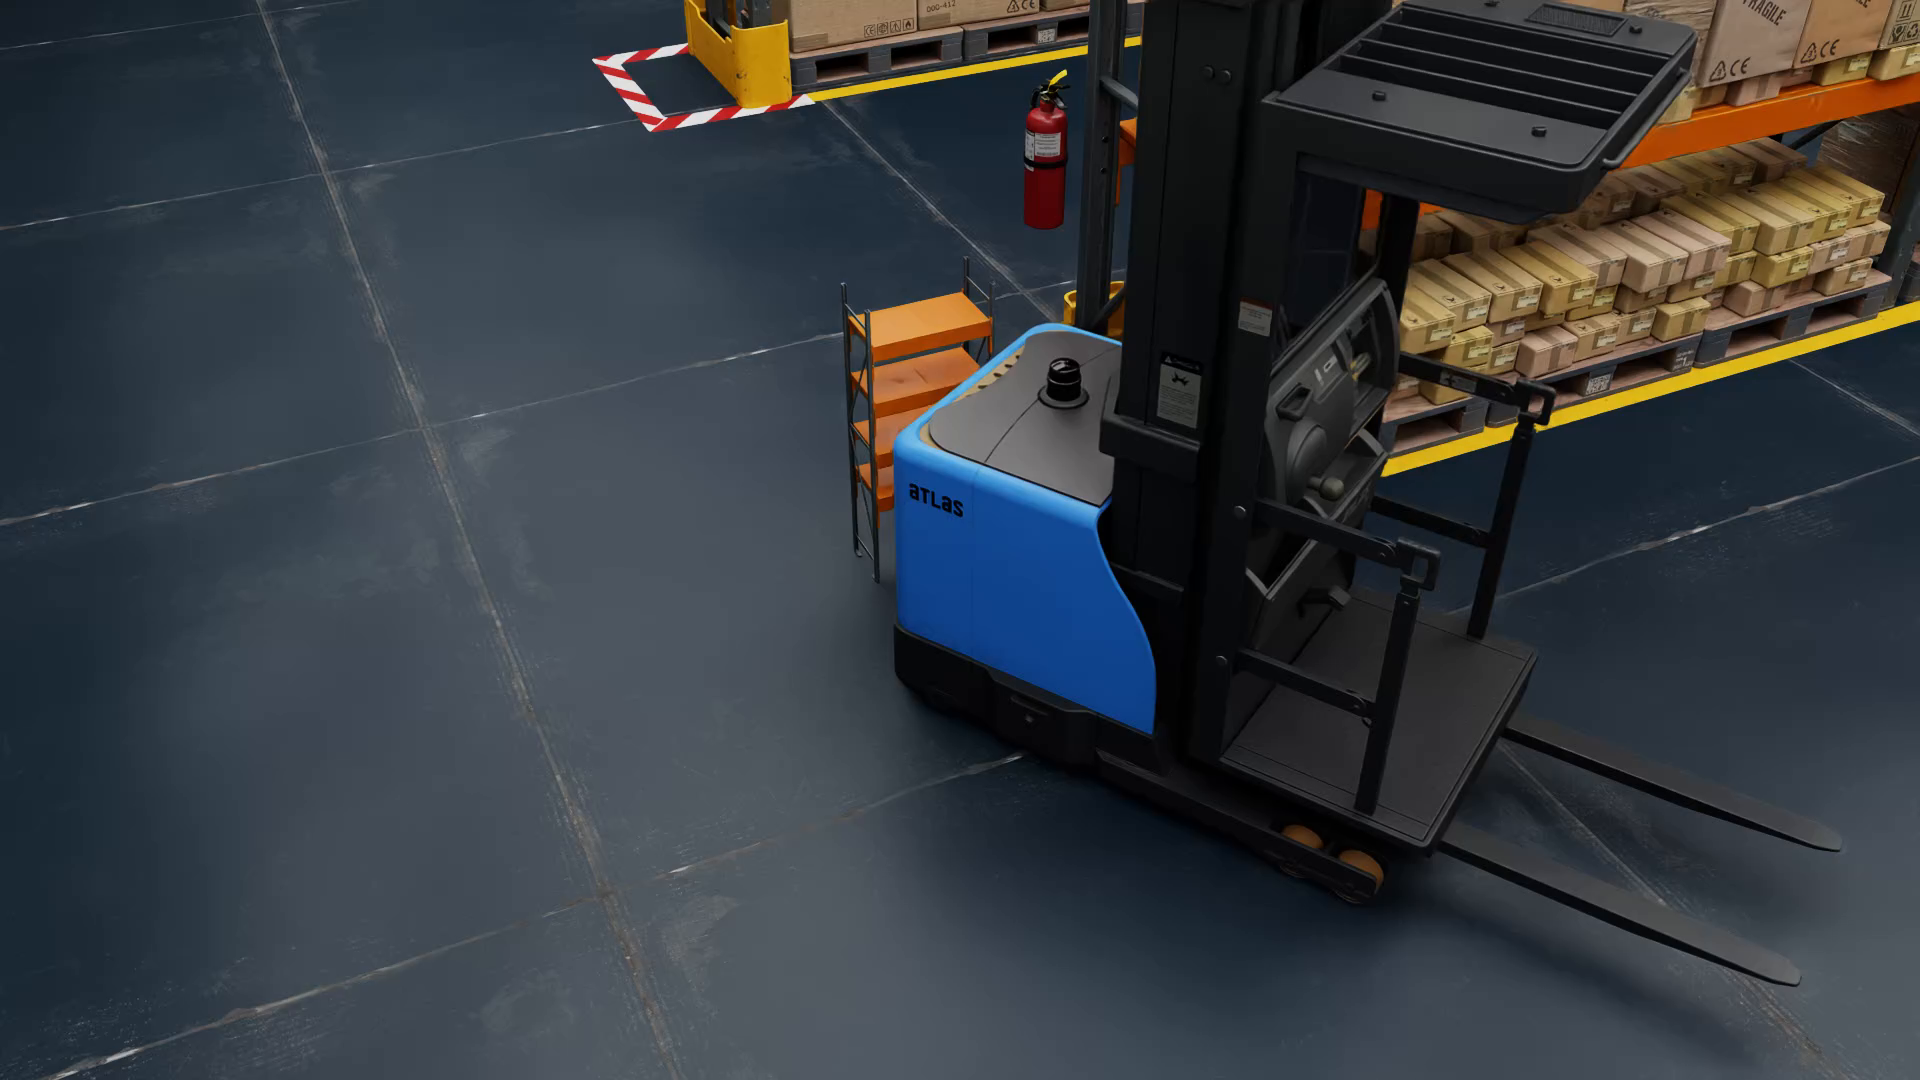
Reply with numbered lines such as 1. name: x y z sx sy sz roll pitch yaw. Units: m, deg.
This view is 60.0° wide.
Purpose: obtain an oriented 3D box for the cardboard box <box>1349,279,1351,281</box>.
1. cardboard box: 1.601 -1.166 7.595 0.250 0.149 0.380 -17 40 -22

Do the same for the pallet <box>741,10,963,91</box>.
1. pallet: -0.729 -3.371 11.118 1.213 0.211 1.003 -16 39 -20

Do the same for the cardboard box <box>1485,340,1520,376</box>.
1. cardboard box: 2.278 -0.885 7.466 0.250 0.149 0.380 -16 39 -20

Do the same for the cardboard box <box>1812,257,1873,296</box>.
1. cardboard box: 4.186 -1.356 8.101 0.250 0.149 0.380 -15 39 -19

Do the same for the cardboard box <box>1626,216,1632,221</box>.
1. cardboard box: 3.290 -1.579 8.152 0.250 0.149 0.380 -18 40 -22

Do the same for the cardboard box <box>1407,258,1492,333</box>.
1. cardboard box: 2.064 -1.052 7.191 0.250 0.149 0.380 -18 40 -22

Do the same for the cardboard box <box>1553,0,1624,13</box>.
1. cardboard box: 2.221 -1.994 6.586 0.500 0.500 0.500 -15 39 -19

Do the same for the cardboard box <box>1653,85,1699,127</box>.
1. cardboard box: 2.852 -1.881 6.980 0.250 0.149 0.380 -15 39 -19

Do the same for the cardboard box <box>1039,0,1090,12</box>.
1. cardboard box: 0.777 -4.071 11.519 0.875 0.438 0.875 -17 40 -21

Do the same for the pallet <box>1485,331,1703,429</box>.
1. pallet: 2.697 -0.995 7.915 1.213 0.211 1.003 -16 39 -20

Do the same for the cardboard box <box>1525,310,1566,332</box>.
1. cardboard box: 2.520 -1.105 7.512 0.250 0.149 0.380 -14 39 -18

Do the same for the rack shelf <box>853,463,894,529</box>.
1. rack shelf: -0.150 -0.227 6.494 0.480 0.148 0.258 -16 39 -20

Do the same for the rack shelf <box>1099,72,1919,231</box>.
1. rack shelf: 2.586 -1.820 7.290 4.000 0.370 1.077 -16 39 -20

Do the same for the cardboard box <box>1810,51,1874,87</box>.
1. cardboard box: 3.783 -2.157 7.351 0.250 0.149 0.380 -14 39 -18

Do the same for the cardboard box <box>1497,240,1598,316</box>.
1. cardboard box: 2.577 -1.159 7.335 0.250 0.149 0.380 -15 39 -19

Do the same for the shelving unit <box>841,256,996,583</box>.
1. shelving unit: -0.150 -0.440 6.336 0.503 1.200 0.258 -16 39 -20

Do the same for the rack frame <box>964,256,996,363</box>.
1. rack frame: 0.071 -0.502 6.419 0.015 1.200 0.240 -16 39 -20

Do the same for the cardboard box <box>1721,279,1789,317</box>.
1. cardboard box: 3.703 -1.234 7.936 0.250 0.149 0.380 -17 40 -21

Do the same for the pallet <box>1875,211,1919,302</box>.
1. pallet: 5.100 -1.693 8.856 1.213 0.211 1.003 -16 39 -20

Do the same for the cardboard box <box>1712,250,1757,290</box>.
1. cardboard box: 3.503 -1.344 7.835 0.250 0.149 0.380 -15 39 -20

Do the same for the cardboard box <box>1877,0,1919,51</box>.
1. cardboard box: 4.078 -2.500 7.269 0.500 0.500 0.500 -16 39 -20

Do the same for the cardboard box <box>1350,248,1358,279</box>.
1. cardboard box: 1.579 -1.303 7.530 0.250 0.149 0.380 -16 40 -21

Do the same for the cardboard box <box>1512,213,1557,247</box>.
1. cardboard box: 2.571 -1.521 7.824 0.250 0.149 0.380 -15 39 -20

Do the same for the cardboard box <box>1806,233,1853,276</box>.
1. cardboard box: 4.006 -1.432 7.954 0.250 0.149 0.380 -18 40 -22

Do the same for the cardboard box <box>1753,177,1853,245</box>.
1. cardboard box: 3.970 -1.562 7.879 0.250 0.149 0.380 -15 39 -19

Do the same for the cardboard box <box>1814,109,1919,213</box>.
1. cardboard box: 4.959 -2.103 8.814 0.500 0.500 0.500 -16 40 -21

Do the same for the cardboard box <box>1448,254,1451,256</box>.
1. cardboard box: 2.305 -1.359 7.855 0.250 0.149 0.380 -14 39 -18

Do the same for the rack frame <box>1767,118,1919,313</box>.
1. rack frame: 4.396 -2.615 7.758 0.127 3.000 1.000 -16 39 -20

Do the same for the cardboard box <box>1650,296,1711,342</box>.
1. cardboard box: 3.249 -1.094 7.748 0.250 0.149 0.380 -16 39 -20

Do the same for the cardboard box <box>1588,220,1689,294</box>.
1. cardboard box: 3.035 -1.278 7.496 0.250 0.149 0.380 -17 40 -22

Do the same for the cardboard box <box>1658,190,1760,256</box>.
1. cardboard box: 3.480 -1.471 7.757 0.250 0.149 0.380 -14 39 -18

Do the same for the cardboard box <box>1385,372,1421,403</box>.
1. cardboard box: 1.809 -0.764 7.302 0.250 0.149 0.380 -15 39 -19

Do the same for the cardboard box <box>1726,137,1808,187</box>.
1. cardboard box: 3.996 -1.903 8.338 0.250 0.149 0.380 -14 39 -18

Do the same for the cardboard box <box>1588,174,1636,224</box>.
1. cardboard box: 3.022 -1.676 8.032 0.250 0.149 0.380 -15 39 -19

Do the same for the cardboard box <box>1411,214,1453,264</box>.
1. cardboard box: 2.060 -1.432 7.704 0.250 0.149 0.380 -14 39 -18

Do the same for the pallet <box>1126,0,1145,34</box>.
1. pallet: 1.480 -3.989 11.951 1.213 0.211 1.003 -16 39 -20

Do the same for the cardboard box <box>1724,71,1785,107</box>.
1. cardboard box: 3.306 -2.020 7.166 0.250 0.149 0.380 -17 40 -22

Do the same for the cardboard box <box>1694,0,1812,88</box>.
1. cardboard box: 3.157 -2.244 6.924 0.500 0.500 0.500 -16 39 -20

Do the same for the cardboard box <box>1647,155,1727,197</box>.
1. cardboard box: 3.514 -1.774 8.165 0.250 0.149 0.380 -16 40 -21

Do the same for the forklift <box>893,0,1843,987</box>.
1. forklift: 1.277 -0.403 4.832 3.031 2.935 1.130 21 42 26

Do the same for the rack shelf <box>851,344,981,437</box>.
1. rack shelf: -0.150 -0.566 6.243 0.480 0.148 0.258 -16 39 -20

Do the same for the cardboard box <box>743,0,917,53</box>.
1. cardboard box: -0.865 -3.607 10.894 0.875 0.438 0.875 -17 40 -21

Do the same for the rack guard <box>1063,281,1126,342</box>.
1. rack guard: 0.844 -0.618 7.164 0.348 0.500 1.175 -16 39 -20

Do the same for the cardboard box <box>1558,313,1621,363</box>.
1. cardboard box: 2.780 -0.985 7.601 0.250 0.149 0.380 -16 39 -20

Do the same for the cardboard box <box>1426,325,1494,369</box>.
1. cardboard box: 2.093 -0.895 7.230 0.250 0.149 0.380 -14 39 -19

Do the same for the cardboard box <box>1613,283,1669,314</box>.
1. cardboard box: 3.029 -1.212 7.657 0.250 0.149 0.380 -17 40 -22
